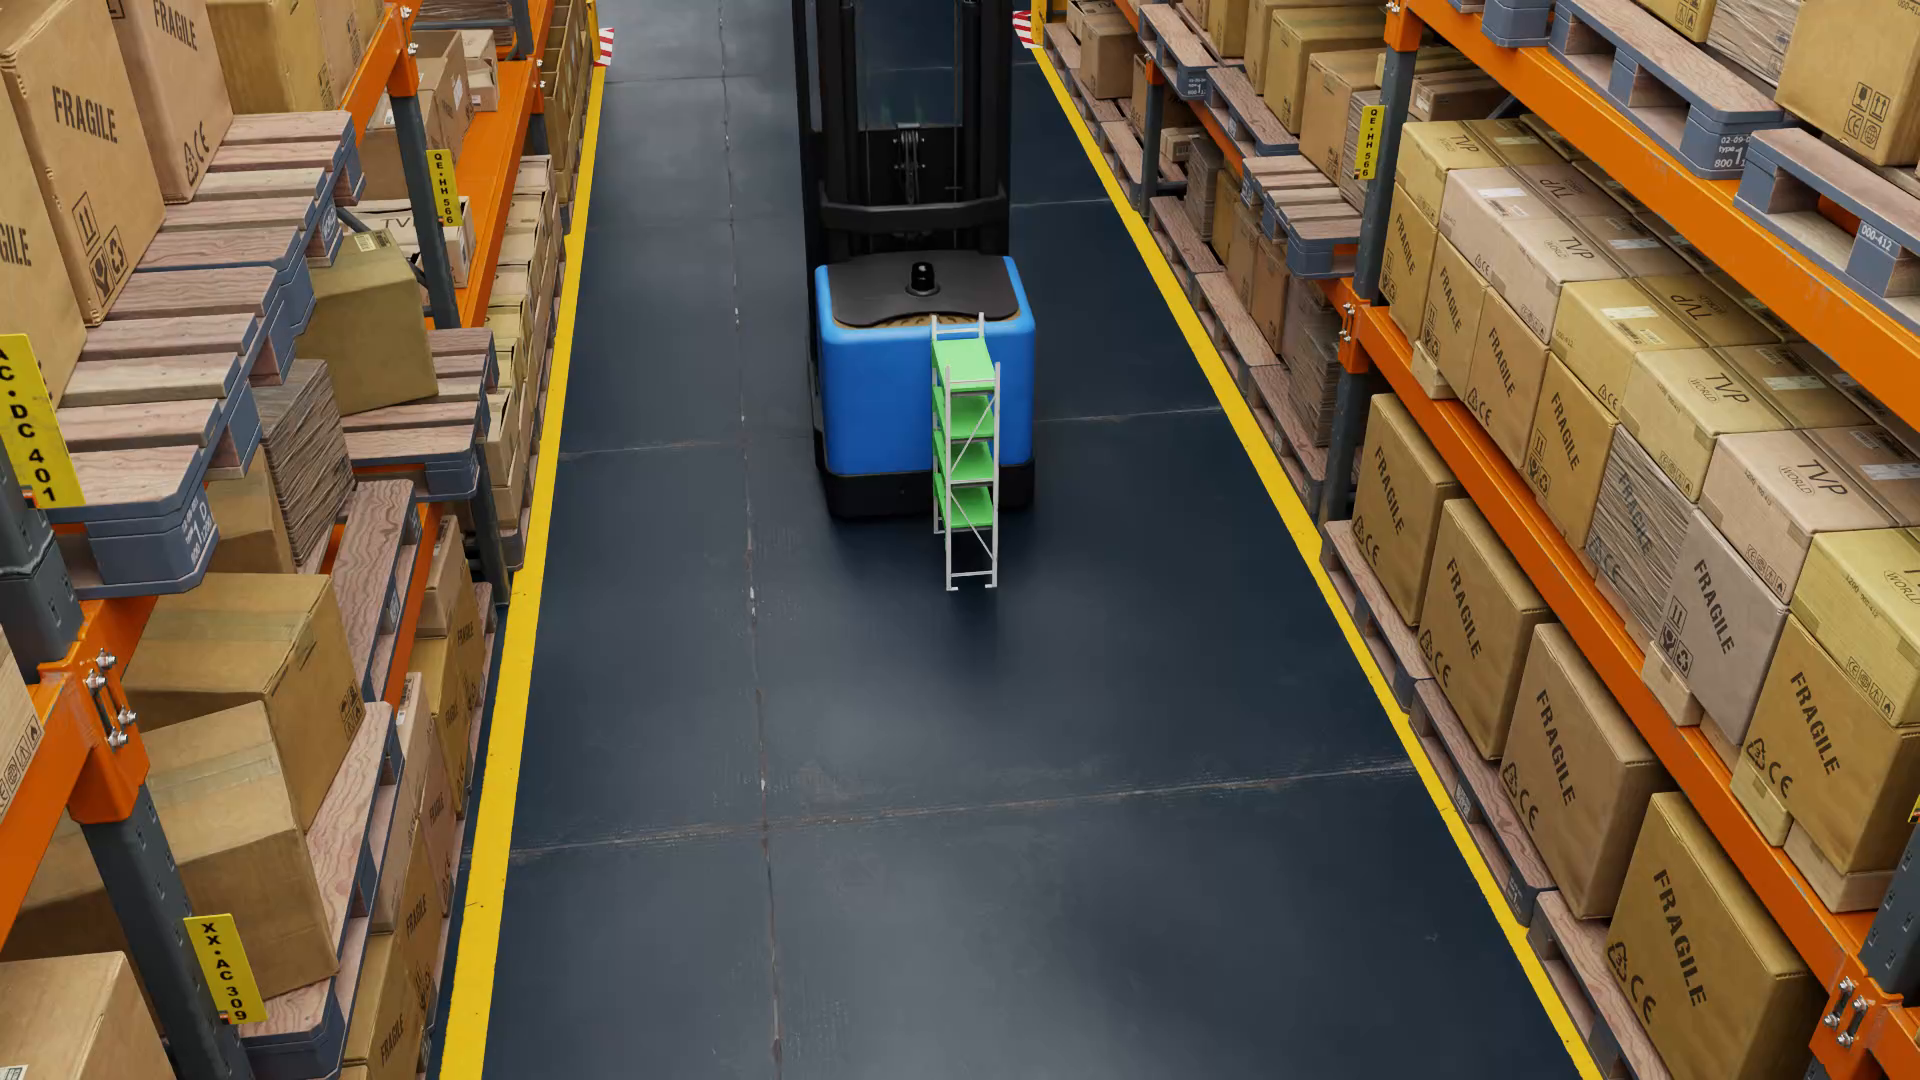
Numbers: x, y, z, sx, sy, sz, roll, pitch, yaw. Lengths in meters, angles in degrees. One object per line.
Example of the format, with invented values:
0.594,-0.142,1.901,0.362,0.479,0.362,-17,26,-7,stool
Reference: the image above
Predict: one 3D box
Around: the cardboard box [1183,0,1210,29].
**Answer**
1.788,-3.470,10.199,0.700,0.500,0.500,-4,35,-6,cardboard box

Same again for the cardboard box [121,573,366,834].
-2.076,0.433,4.490,0.700,0.500,0.500,1,34,1,cardboard box

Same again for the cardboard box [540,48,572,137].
-2.982,-3.065,11.486,0.500,0.500,0.500,-4,35,-6,cardboard box

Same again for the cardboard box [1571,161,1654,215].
2.675,-1.261,6.401,0.500,0.250,0.500,-5,35,-8,cardboard box

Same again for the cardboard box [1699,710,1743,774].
2.456,0.572,4.953,0.380,0.149,0.250,-3,34,-5,cardboard box

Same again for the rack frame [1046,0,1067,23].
1.215,-5.766,14.047,1.000,3.000,0.127,-4,35,-6,rack frame

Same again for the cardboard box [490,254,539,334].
-2.611,-1.372,9.170,0.500,0.311,0.500,-5,35,-7,cardboard box

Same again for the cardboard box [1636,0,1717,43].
2.598,-1.897,5.226,0.700,0.500,0.500,-3,34,-4,cardboard box

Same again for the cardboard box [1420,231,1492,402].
2.164,-0.891,6.523,0.500,0.500,0.500,-3,34,-5,cardboard box

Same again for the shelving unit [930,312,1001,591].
0.022,-0.403,7.777,0.258,1.200,0.503,-4,35,-6,shelving unit

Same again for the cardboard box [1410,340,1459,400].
2.083,-0.709,6.832,0.380,0.149,0.250,-3,34,-5,cardboard box

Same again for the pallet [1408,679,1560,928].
2.484,0.976,6.631,1.003,0.211,1.213,-4,35,-6,pallet

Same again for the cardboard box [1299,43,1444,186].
2.116,-2.096,8.183,0.700,0.500,0.500,-8,35,-11,cardboard box

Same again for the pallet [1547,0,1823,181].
2.584,-1.484,5.268,1.003,0.211,1.213,-3,34,-4,pallet

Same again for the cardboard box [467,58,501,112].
-2.855,-2.624,9.557,0.396,0.266,0.258,-5,35,-8,cardboard box

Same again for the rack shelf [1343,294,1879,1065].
2.560,0.112,6.061,1.077,0.370,4.000,-4,35,-6,rack shelf

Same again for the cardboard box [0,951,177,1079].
-1.754,1.116,2.972,0.500,0.500,0.500,-4,34,-6,cardboard box

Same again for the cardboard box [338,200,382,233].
-2.844,-1.528,8.052,0.380,0.149,0.250,-2,34,-3,cardboard box

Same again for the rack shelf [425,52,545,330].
-2.886,-1.743,8.783,1.077,0.370,4.000,-4,35,-6,rack shelf

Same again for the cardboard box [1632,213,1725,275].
2.741,-0.975,5.980,0.500,0.250,0.500,-5,35,-8,cardboard box

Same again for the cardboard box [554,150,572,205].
-2.917,-2.476,11.288,0.500,0.250,0.500,-4,35,-6,cardboard box

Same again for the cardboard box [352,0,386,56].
-2.525,-1.964,5.716,0.910,0.500,0.500,-4,35,-6,cardboard box

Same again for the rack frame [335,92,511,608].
-2.617,-0.924,6.943,1.000,3.000,0.127,-4,35,-6,rack frame

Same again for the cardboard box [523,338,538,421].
-2.541,-0.846,8.897,0.500,0.250,0.500,-5,35,-8,cardboard box

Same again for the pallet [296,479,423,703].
-2.351,0.240,5.405,1.003,0.211,1.213,-4,35,-6,pallet

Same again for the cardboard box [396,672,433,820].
-2.105,0.723,5.689,0.500,0.250,0.500,-5,35,-7,cardboard box

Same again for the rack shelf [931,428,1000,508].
0.022,-0.351,7.813,0.258,0.148,0.480,-4,35,-6,rack shelf

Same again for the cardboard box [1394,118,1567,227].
2.101,-1.495,6.744,0.500,0.250,0.500,-4,34,-5,cardboard box

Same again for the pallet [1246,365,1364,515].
2.188,-0.586,8.922,1.003,0.211,1.213,-4,35,-6,pallet

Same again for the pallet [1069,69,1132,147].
1.461,-3.436,13.104,1.003,0.211,1.213,-4,35,-6,pallet

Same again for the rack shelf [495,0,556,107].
-3.424,-3.975,12.059,1.077,0.370,4.000,-4,35,-6,rack shelf

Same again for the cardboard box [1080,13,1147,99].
1.345,-3.791,12.978,0.700,0.500,0.500,-6,35,-9,cardboard box

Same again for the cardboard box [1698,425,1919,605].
2.454,-0.079,4.666,0.500,0.250,0.500,-4,34,-5,cardboard box

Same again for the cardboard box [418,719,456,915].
-2.112,1.012,5.930,0.500,0.500,0.500,-6,35,-8,cardboard box

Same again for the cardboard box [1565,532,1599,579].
2.352,-0.003,5.795,0.380,0.149,0.250,-3,34,-5,cardboard box

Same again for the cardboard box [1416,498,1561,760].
2.372,0.323,6.649,0.750,0.750,0.750,-5,35,-7,cardboard box

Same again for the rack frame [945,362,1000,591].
0.055,-0.267,7.577,0.240,1.200,0.015,-4,35,-6,rack frame

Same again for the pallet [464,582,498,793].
-2.554,0.647,7.113,1.003,0.211,1.213,-4,35,-6,pallet

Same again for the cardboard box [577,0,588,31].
-3.326,-4.459,13.532,0.500,0.500,0.500,-4,35,-6,cardboard box

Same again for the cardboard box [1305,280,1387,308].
2.128,-1.481,8.923,0.500,0.250,0.500,-4,34,-5,cardboard box

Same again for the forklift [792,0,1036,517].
-0.311,-2.142,8.791,1.130,2.935,3.031,-4,34,-6,forklift

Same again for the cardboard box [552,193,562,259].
-2.812,-1.984,10.567,0.500,0.250,0.500,-5,35,-7,cardboard box

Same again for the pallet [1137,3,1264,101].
1.712,-3.017,10.184,1.003,0.211,1.213,-4,35,-6,pallet

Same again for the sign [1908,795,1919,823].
2.293,0.531,3.849,0.100,0.325,0.005,-4,35,-6,sign

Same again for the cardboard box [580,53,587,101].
-3.180,-3.592,12.926,0.500,0.250,0.500,-4,35,-6,cardboard box

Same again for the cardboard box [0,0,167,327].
-2.186,-0.846,3.614,0.600,0.600,0.600,-5,35,-7,cardboard box

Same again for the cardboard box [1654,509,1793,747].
2.439,0.236,4.870,0.500,0.500,0.500,-4,34,-6,cardboard box

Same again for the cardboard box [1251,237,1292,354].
2.094,-1.420,9.499,0.700,0.500,0.500,-5,35,-7,cardboard box

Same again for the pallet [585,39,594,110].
-3.548,-3.813,13.657,1.003,0.211,1.213,-4,35,-6,pallet
